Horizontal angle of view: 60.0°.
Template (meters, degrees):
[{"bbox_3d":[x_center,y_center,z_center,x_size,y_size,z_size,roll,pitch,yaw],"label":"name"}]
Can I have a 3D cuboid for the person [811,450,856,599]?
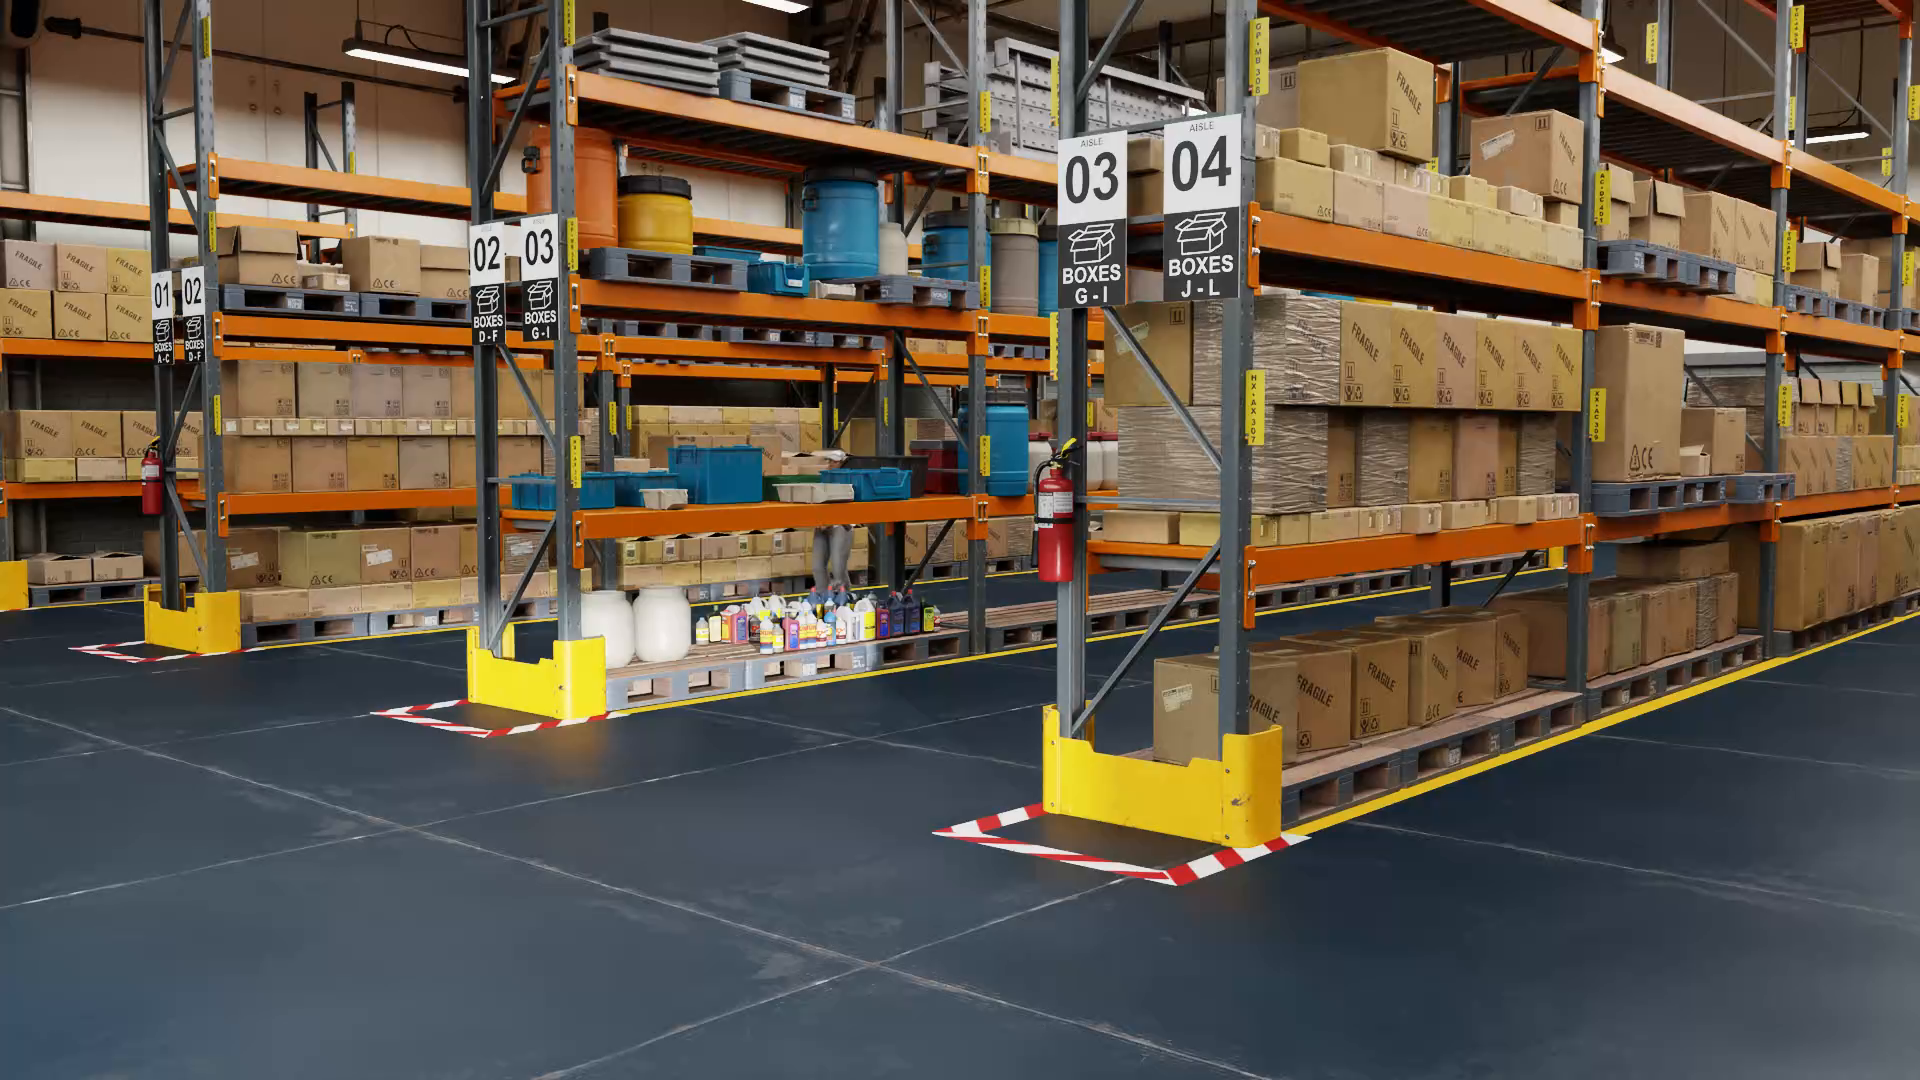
[{"bbox_3d":[-1.317,-0.070,16.635,0.453,1.653,0.541,3,5,41],"label":"person"}]
